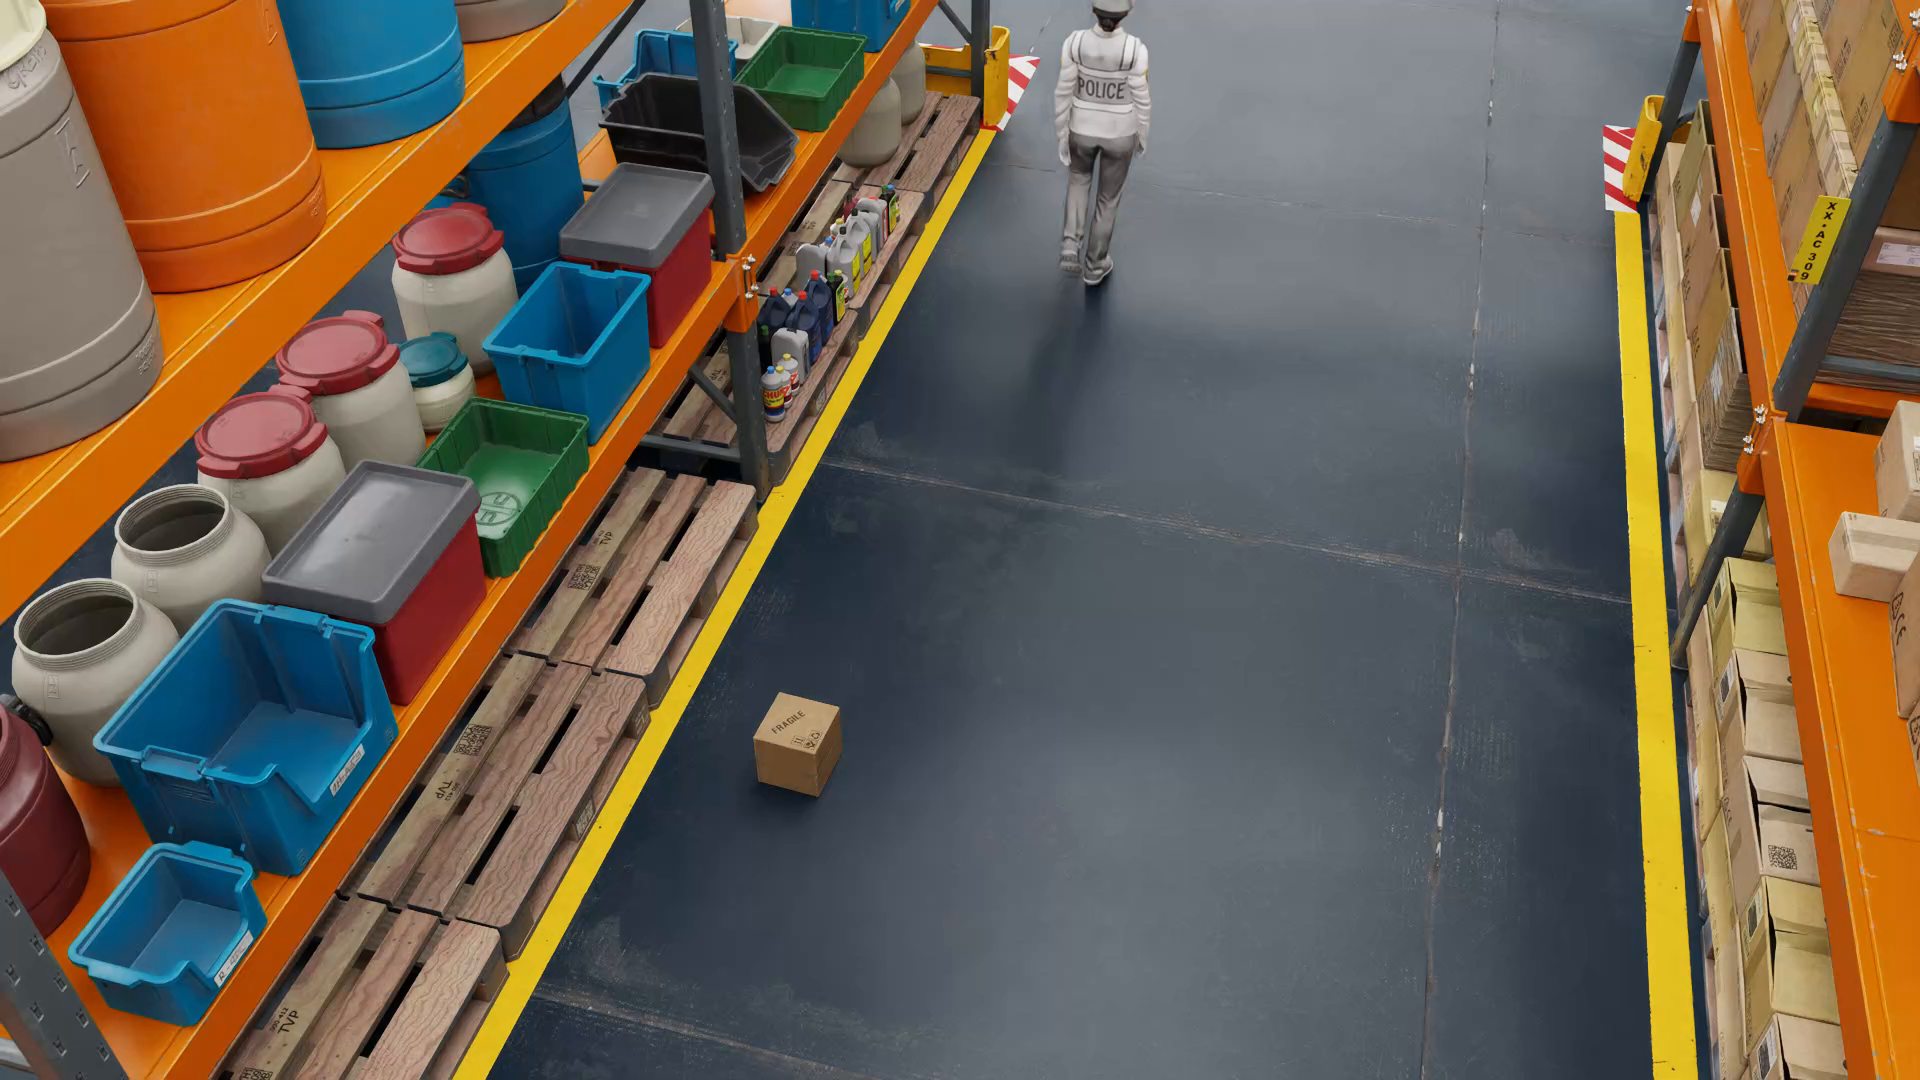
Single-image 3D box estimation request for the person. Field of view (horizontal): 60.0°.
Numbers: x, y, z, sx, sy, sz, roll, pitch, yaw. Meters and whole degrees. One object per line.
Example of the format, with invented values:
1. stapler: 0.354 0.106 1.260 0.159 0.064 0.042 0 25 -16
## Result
1. person: 0.732 -2.085 8.489 0.479 1.702 0.432 12 43 14
